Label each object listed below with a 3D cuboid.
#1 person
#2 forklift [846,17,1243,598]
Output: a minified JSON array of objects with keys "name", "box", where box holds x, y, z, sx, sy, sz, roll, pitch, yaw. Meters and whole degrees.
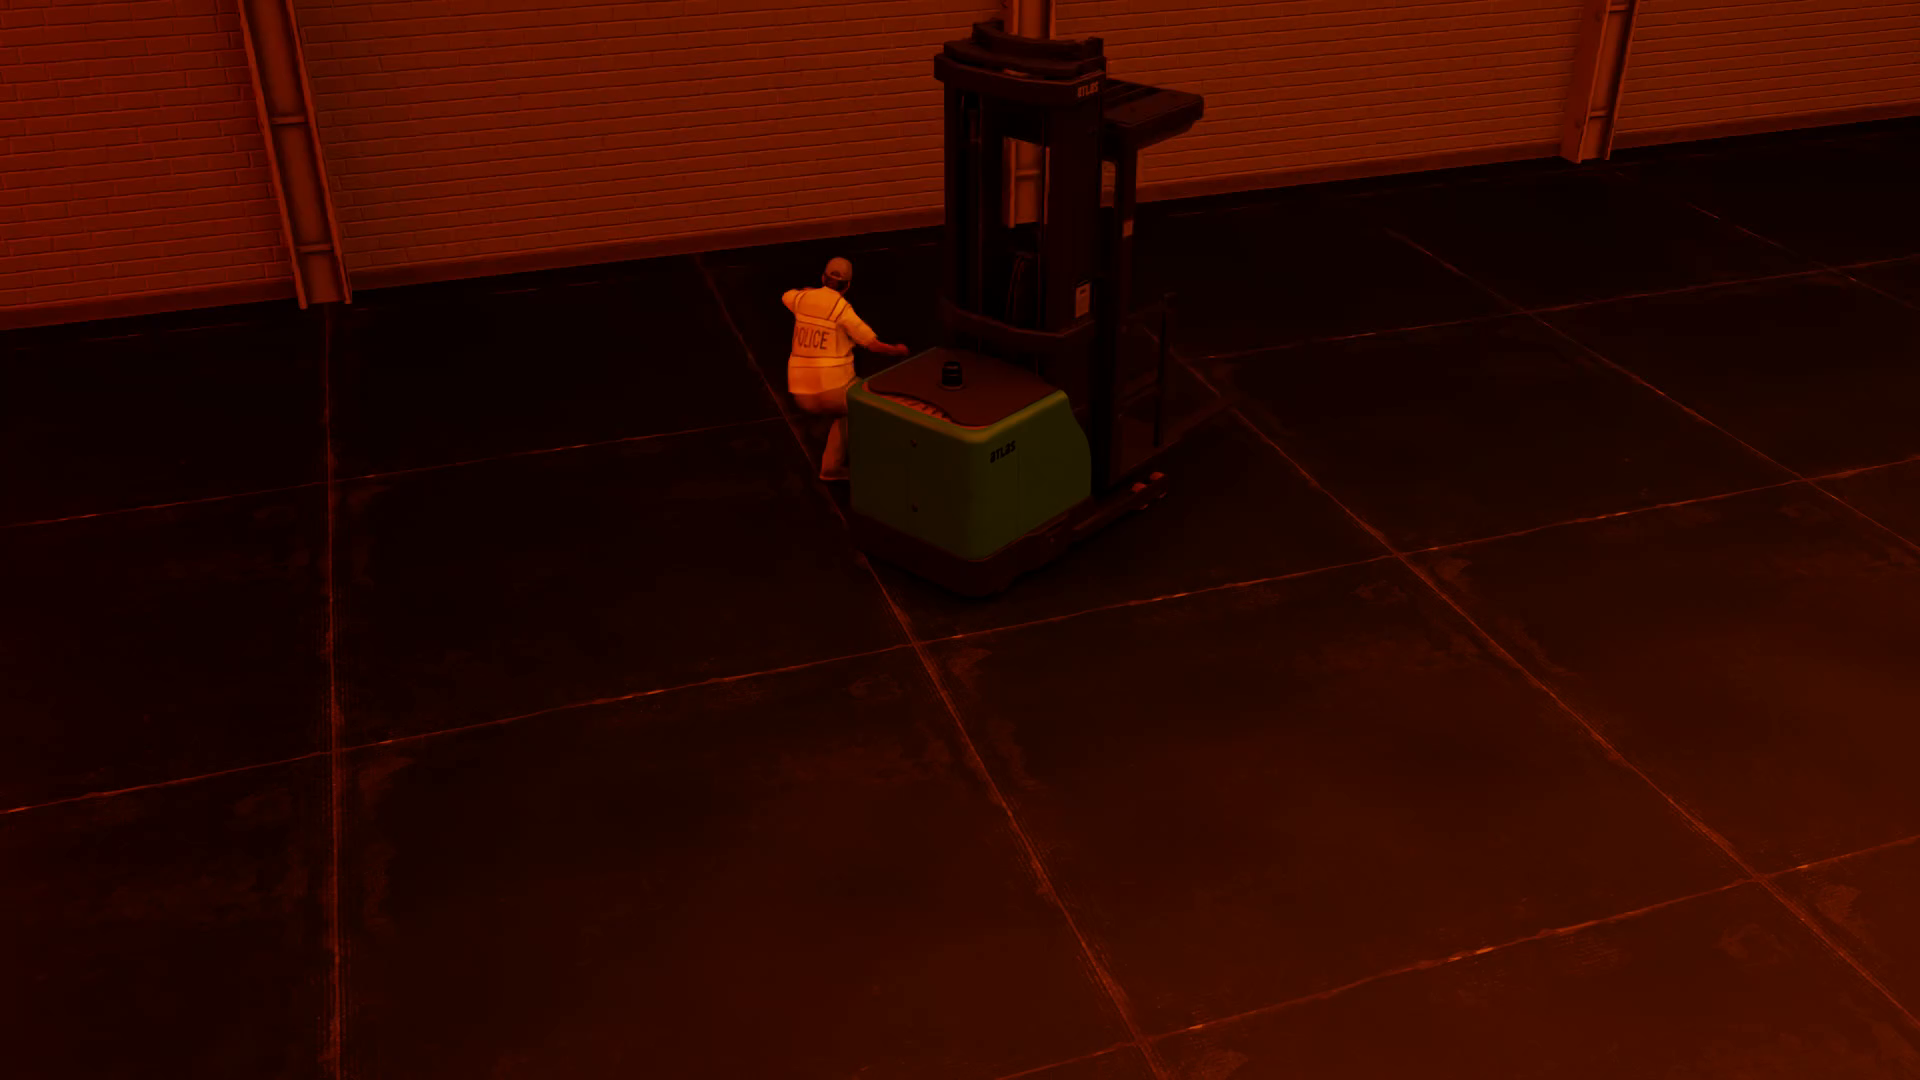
[{"name":"person","box":[-0.632,-1.050,10.396,1.359,1.411,0.834,17,34,27]},{"name":"forklift","box":[0.684,-1.606,9.877,1.130,2.935,3.031,23,37,34]}]
